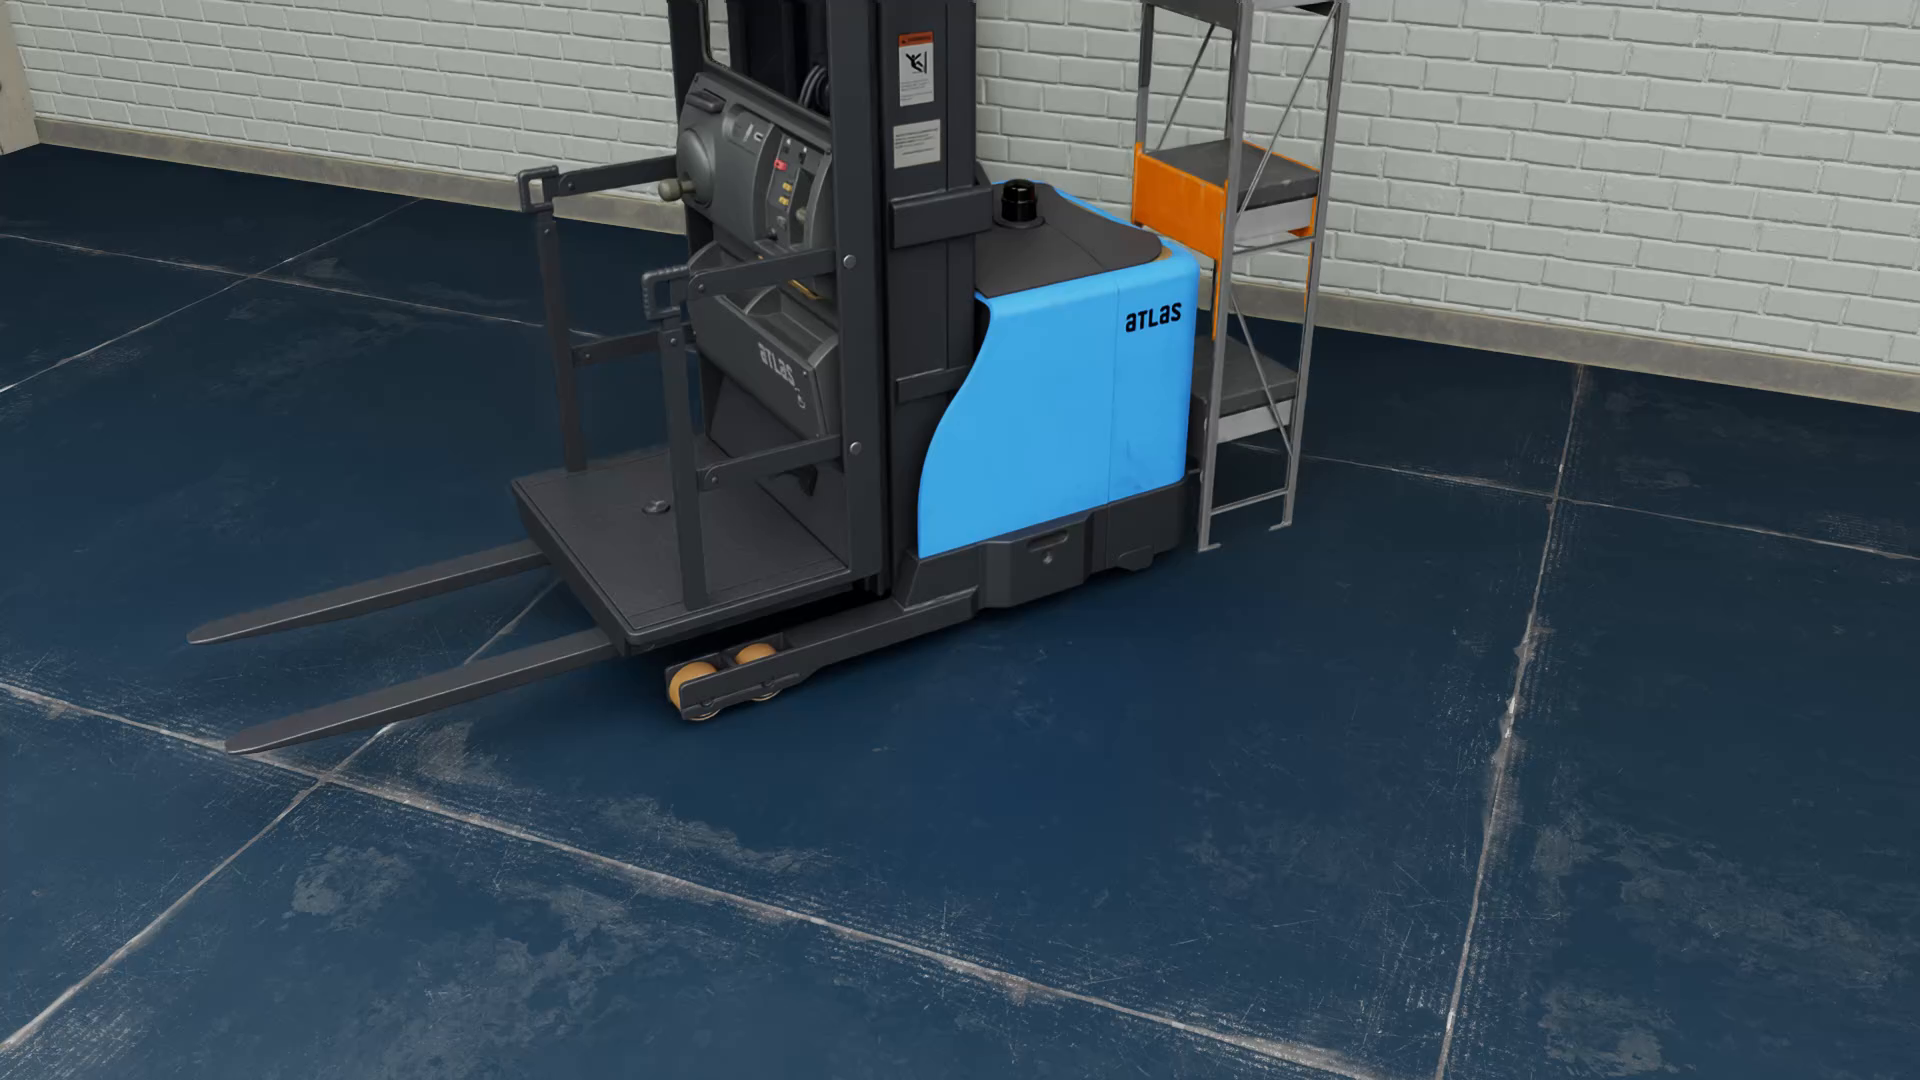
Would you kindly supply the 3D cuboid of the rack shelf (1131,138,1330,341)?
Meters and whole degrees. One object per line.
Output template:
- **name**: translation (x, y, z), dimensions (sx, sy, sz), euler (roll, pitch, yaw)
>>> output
- **rack shelf**: translation (0.867, -1.012, 5.435), dimensions (0.431, 0.518, 0.480), euler (-16, 33, -26)

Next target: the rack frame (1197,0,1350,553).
- **rack frame**: translation (0.988, -0.920, 5.243), dimensions (0.400, 2.100, 0.015), euler (-16, 33, -26)

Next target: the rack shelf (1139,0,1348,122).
- **rack shelf**: translation (0.867, -1.622, 5.090), dimensions (0.431, 0.518, 0.480), euler (-16, 33, -26)

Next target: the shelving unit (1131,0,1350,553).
- **shelving unit**: translation (0.867, -1.024, 5.428), dimensions (0.431, 2.100, 0.503), euler (-16, 33, -26)

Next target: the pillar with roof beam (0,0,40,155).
- **pillar with roof beam**: translation (-7.355, -4.314, 4.238), dimensions (0.400, 9.000, 9.100), euler (11, 31, 19)

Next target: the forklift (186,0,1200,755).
- **forklift**: translation (-0.770, -1.050, 4.628), dimensions (3.031, 2.935, 1.130), euler (-16, 33, -27)

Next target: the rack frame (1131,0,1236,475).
- **rack frame**: translation (0.746, -1.128, 5.613), dimensions (0.400, 2.100, 0.015), euler (-16, 33, -26)

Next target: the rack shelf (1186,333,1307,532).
- **rack shelf**: translation (0.867, -0.403, 5.779), dimensions (0.431, 0.518, 0.480), euler (-16, 33, -26)
